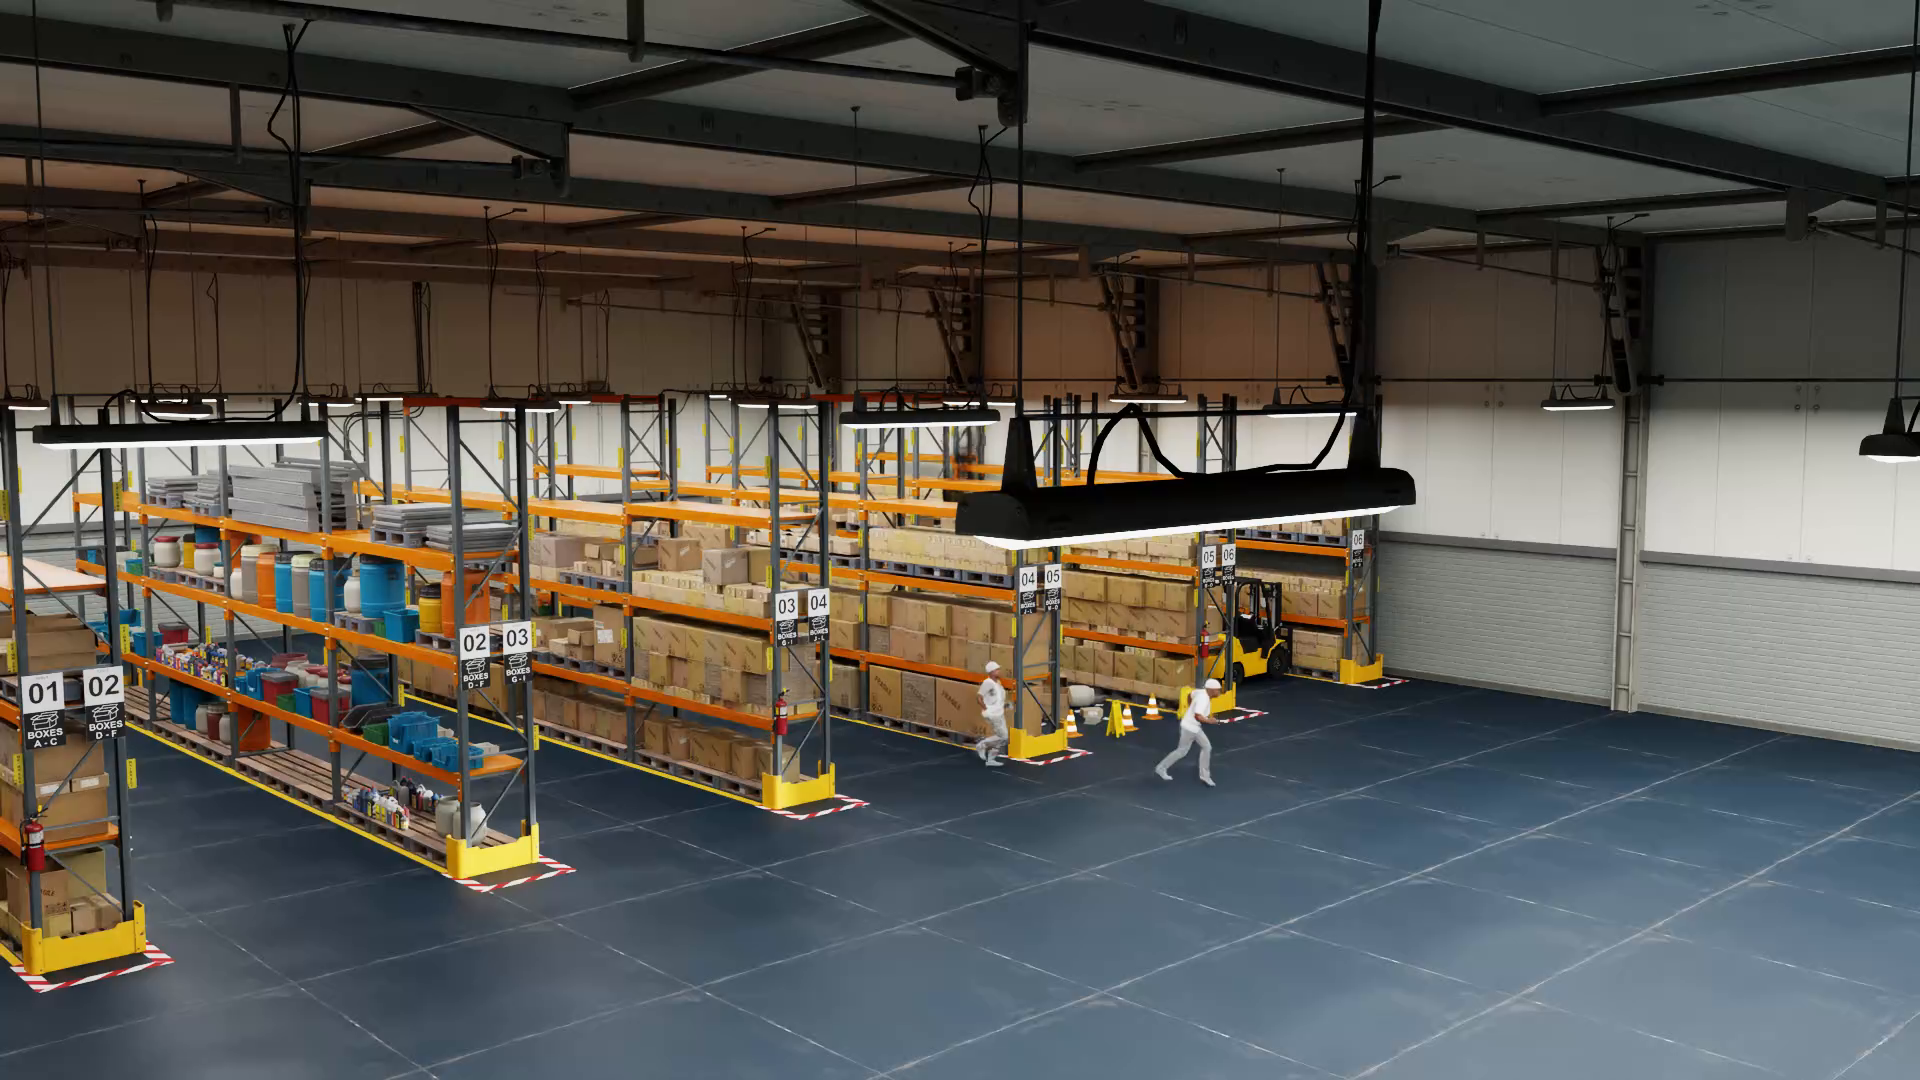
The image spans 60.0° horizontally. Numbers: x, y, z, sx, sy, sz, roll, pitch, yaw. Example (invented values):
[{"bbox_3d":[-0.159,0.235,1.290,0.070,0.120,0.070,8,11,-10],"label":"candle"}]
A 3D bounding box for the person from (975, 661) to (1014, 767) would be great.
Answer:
[{"bbox_3d":[0.565,2.847,27.161,0.596,1.733,0.687,2,6,16],"label":"person"}]

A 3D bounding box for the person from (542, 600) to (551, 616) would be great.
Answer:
[{"bbox_3d":[-10.112,1.561,40.609,0.794,1.773,0.714,-4,7,-38],"label":"person"}]

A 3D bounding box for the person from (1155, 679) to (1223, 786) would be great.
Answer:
[{"bbox_3d":[3.580,3.011,26.006,1.043,1.719,0.745,1,6,8],"label":"person"}]
